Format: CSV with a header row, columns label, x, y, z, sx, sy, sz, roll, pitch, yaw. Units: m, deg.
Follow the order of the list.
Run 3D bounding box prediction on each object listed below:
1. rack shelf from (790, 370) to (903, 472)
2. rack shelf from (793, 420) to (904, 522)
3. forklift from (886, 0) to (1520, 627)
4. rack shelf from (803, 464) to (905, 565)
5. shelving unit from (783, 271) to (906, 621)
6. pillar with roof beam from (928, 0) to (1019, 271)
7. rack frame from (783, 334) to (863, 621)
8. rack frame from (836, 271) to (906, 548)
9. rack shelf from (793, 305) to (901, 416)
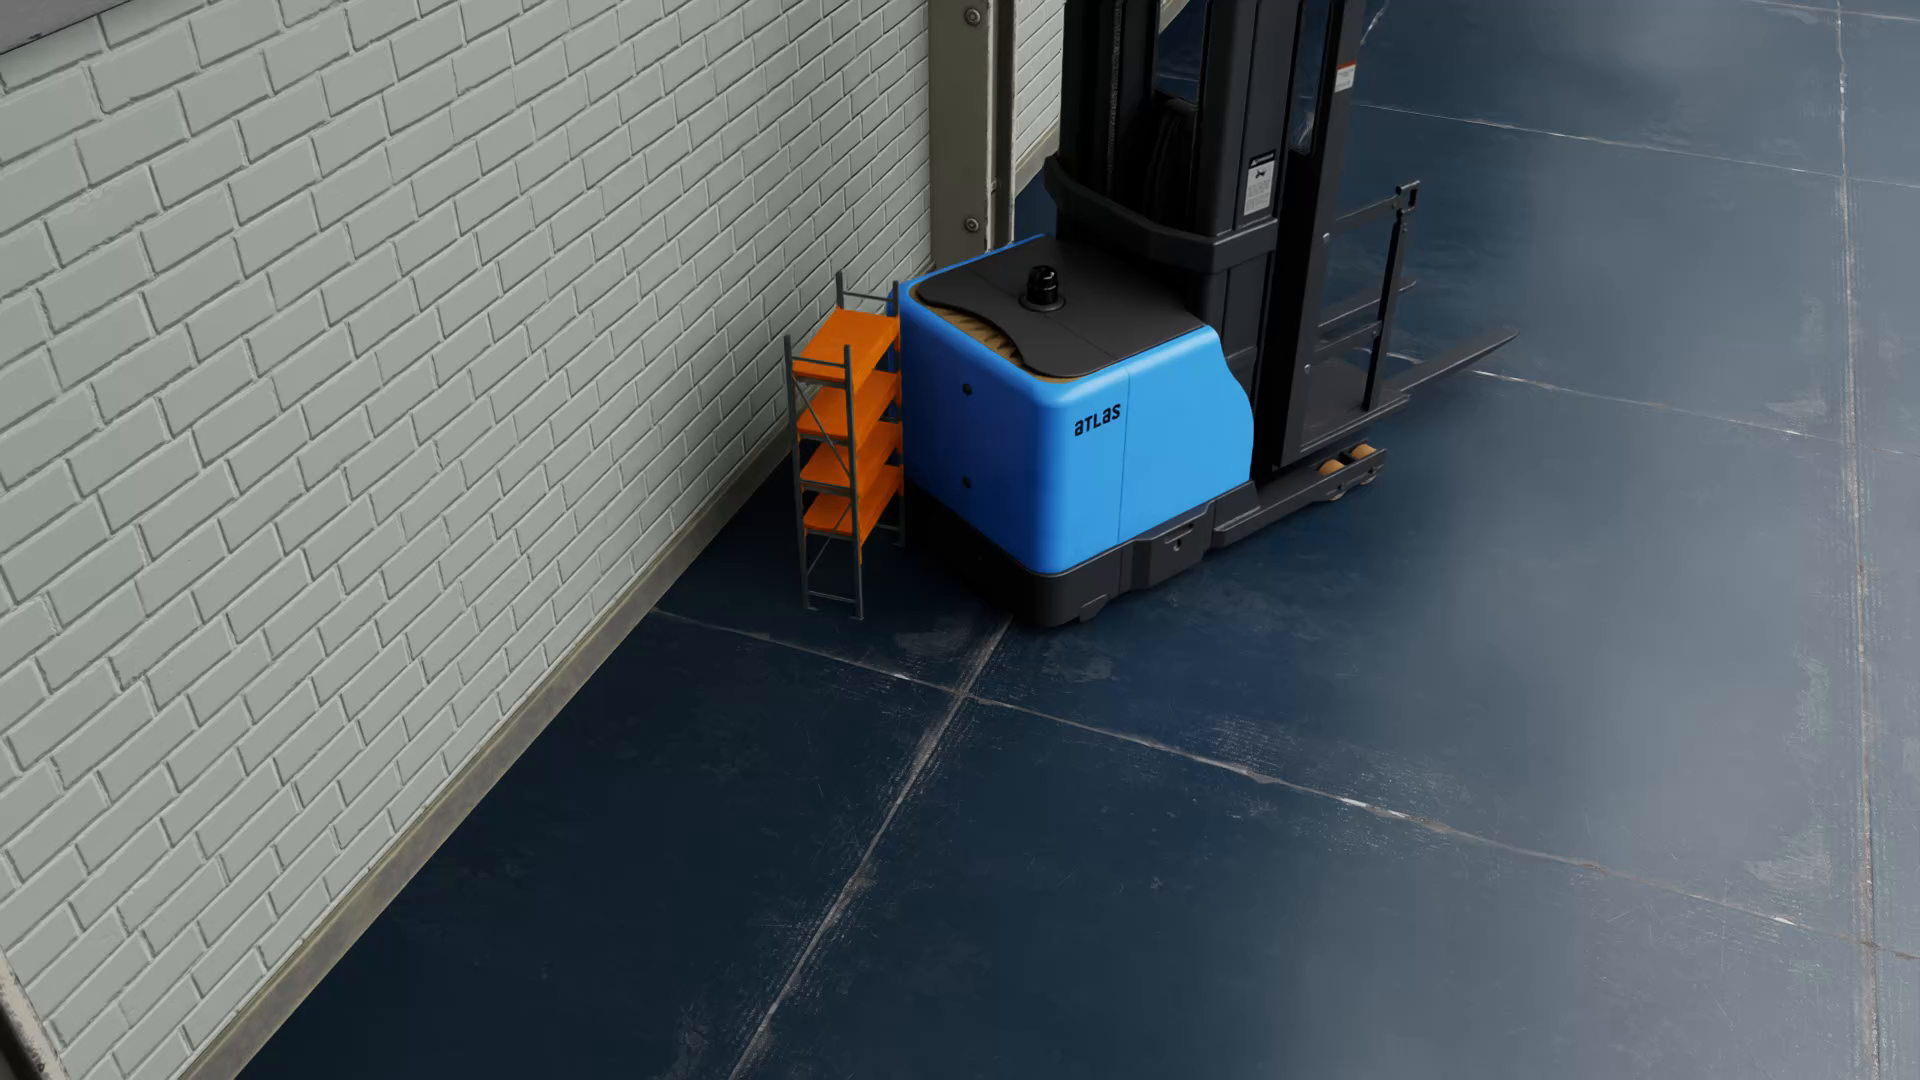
label,x,y,z,sx,sy,sz,roll,pitch,yaw
rack shelf,-0.411,-0.461,6.103,0.258,0.148,0.480,11,38,14
rack shelf,-0.411,-0.282,6.237,0.258,0.148,0.480,11,38,14
forklift,1.184,-1.568,6.399,3.031,2.935,1.130,-25,43,-29
rack shelf,-0.411,-0.123,6.356,0.258,0.148,0.480,11,38,14
shelving unit,-0.411,-0.336,6.197,0.258,1.200,0.503,11,38,14
pillar with roof beam,4.045,-3.998,4.582,9.100,9.000,0.400,14,39,18
rack frame,-0.486,-0.197,6.011,0.240,1.200,0.015,11,38,14
rack frame,-0.336,-0.475,6.383,0.240,1.200,0.015,11,38,14
rack shelf,-0.411,-0.651,5.962,0.258,0.148,0.480,11,38,14
